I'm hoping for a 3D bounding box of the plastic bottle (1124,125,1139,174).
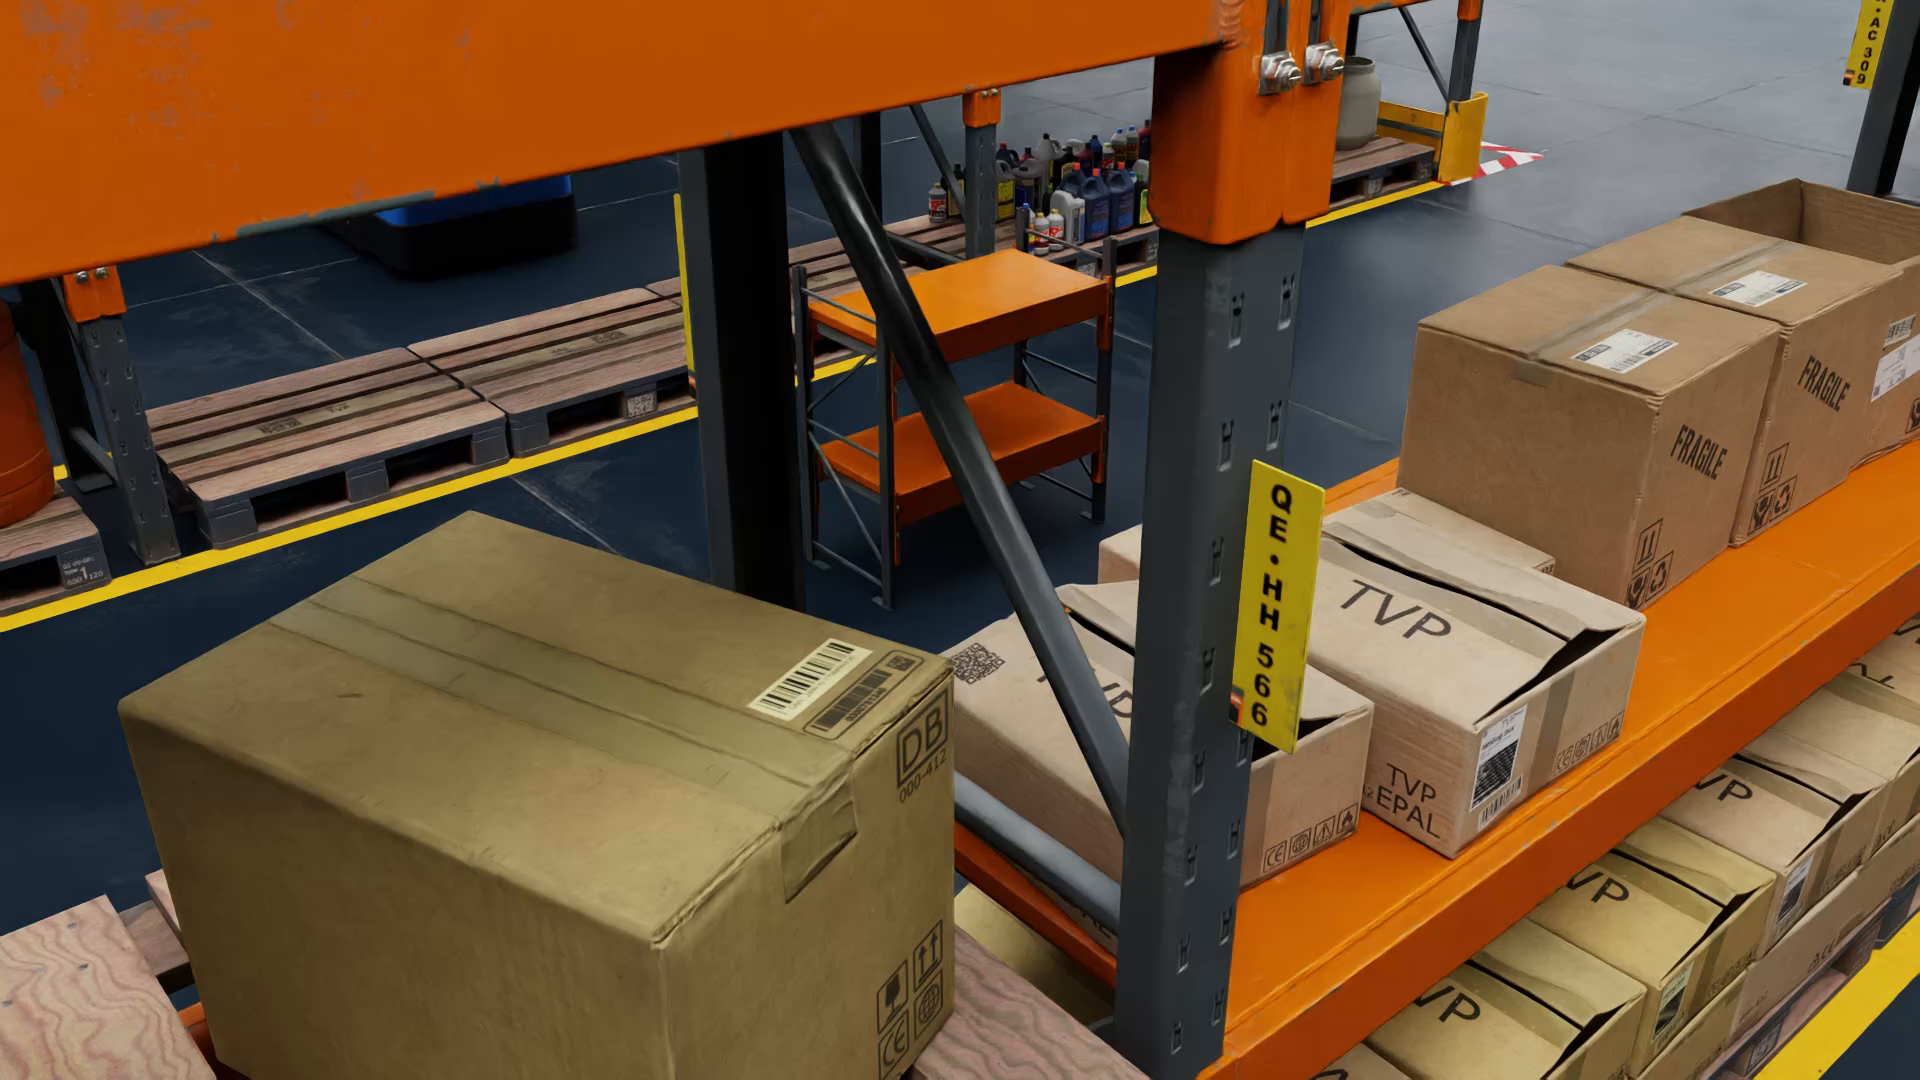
[{"bbox_3d":[1.006,-2.308,9.814,0.097,0.271,0.097,0,28,0],"label":"plastic bottle"}]

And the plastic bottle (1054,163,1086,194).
[{"bbox_3d":[0.596,-1.817,8.811,0.185,0.351,0.144,-22,35,-35],"label":"plastic bottle"}]

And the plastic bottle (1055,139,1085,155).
[{"bbox_3d":[0.626,-2.140,9.496,0.135,0.276,0.152,-21,35,-34],"label":"plastic bottle"}]

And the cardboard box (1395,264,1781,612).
[{"bbox_3d":[1.241,-0.204,3.343,0.500,0.500,0.500,-24,36,-37],"label":"cardboard box"}]

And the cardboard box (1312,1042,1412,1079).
[{"bbox_3d":[0.564,1.085,2.915,0.500,0.311,0.500,-21,34,-33],"label":"cardboard box"}]

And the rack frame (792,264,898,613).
[{"bbox_3d":[-0.392,-0.339,5.690,0.032,1.125,0.500,-22,35,-35],"label":"rack frame"}]

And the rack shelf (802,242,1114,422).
[{"bbox_3d":[-0.005,-0.752,5.843,1.000,0.278,0.538,-22,35,-35],"label":"rack shelf"}]

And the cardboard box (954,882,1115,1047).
[{"bbox_3d":[0.213,0.891,3.277,0.500,0.311,0.500,-21,34,-34],"label":"cardboard box"}]

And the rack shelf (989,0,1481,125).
[{"bbox_3d":[1.327,-2.936,9.325,4.000,0.370,1.077,-22,35,-35],"label":"rack shelf"}]

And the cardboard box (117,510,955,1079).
[{"bbox_3d":[-0.431,0.363,1.836,0.700,0.500,0.500,15,32,26],"label":"cardboard box"}]

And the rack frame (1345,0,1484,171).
[{"bbox_3d":[2.849,-3.865,10.300,0.127,3.000,1.000,-22,35,-35],"label":"rack frame"}]

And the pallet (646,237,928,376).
[{"bbox_3d":[-0.767,-1.157,8.192,1.213,0.211,1.003,-22,35,-35],"label":"pallet"}]

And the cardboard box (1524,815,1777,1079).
[{"bbox_3d":[1.347,0.766,3.511,0.500,0.311,0.500,-23,36,-36],"label":"cardboard box"}]

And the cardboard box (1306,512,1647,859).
[{"bbox_3d":[0.781,0.195,2.798,0.500,0.311,0.500,-22,35,-35],"label":"cardboard box"}]

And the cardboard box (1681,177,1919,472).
[{"bbox_3d":[2.022,-0.518,3.931,0.500,0.500,0.500,-19,34,-31],"label":"cardboard box"}]

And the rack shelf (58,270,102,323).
[{"bbox_3d":[-4.759,-0.489,4.745,4.000,0.370,1.077,-22,35,-35],"label":"rack shelf"}]

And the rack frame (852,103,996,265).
[{"bbox_3d":[-0.194,-2.641,8.010,0.127,3.000,1.000,-22,35,-35],"label":"rack frame"}]

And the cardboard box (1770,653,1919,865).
[{"bbox_3d":[2.123,0.456,4.091,0.500,0.311,0.500,-22,35,-35],"label":"cardboard box"}]

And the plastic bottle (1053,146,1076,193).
[{"bbox_3d":[0.586,-2.066,9.350,0.133,0.283,0.061,-22,35,-35],"label":"plastic bottle"}]

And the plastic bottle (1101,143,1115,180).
[{"bbox_3d":[0.855,-2.216,9.717,0.097,0.201,0.097,0,28,0],"label":"plastic bottle"}]

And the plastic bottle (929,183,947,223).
[{"bbox_3d":[-0.121,-1.824,8.983,0.097,0.201,0.097,0,28,0],"label":"plastic bottle"}]

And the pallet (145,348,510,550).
[{"bbox_3d":[-2.623,-0.411,6.795,1.213,0.211,1.003,-22,35,-35],"label":"pallet"}]

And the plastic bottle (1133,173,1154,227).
[{"bbox_3d":[0.985,-1.829,8.905,0.133,0.283,0.061,-20,34,-33],"label":"plastic bottle"}]

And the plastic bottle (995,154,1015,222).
[{"bbox_3d":[0.202,-1.916,8.996,0.185,0.351,0.144,-22,35,-35],"label":"plastic bottle"}]

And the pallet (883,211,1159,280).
[{"bbox_3d":[0.344,-1.602,9.024,1.213,0.211,1.003,-22,35,-35],"label":"pallet"}]

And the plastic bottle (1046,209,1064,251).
[{"bbox_3d":[0.487,-1.604,8.571,0.097,0.201,0.097,0,28,0],"label":"plastic bottle"}]

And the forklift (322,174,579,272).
[{"bbox_3d":[-3.439,-3.335,9.380,1.130,2.935,3.031,-21,34,-33],"label":"forklift"}]

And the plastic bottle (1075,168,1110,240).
[{"bbox_3d":[0.689,-1.765,8.715,0.185,0.351,0.144,-21,34,-34],"label":"plastic bottle"}]

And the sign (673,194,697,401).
[{"bbox_3d":[-0.388,-0.349,2.493,0.005,0.325,0.100,-22,35,-35],"label":"sign"}]

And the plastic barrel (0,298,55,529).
[{"bbox_3d":[-3.598,-0.490,5.842,0.708,0.830,0.600,-22,35,-35],"label":"plastic barrel"}]

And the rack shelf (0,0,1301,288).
[{"bbox_3d":[-1.547,-0.034,0.713,4.000,0.370,1.077,-22,35,-35],"label":"rack shelf"}]

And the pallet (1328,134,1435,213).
[{"bbox_3d":[2.200,-2.349,10.421,1.213,0.211,1.003,-22,35,-35],"label":"pallet"}]

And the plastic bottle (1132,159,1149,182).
[{"bbox_3d":[1.041,-1.966,9.169,0.135,0.276,0.152,-22,35,-35],"label":"plastic bottle"}]

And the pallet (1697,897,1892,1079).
[{"bbox_3d":[1.554,0.980,4.192,1.213,0.211,1.003,-22,35,-35],"label":"pallet"}]

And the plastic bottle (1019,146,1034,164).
[{"bbox_3d":[0.351,-2.061,9.340,0.133,0.283,0.061,-19,34,-32],"label":"plastic bottle"}]

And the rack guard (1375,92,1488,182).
[{"bbox_3d":[2.821,-2.723,10.814,0.348,0.500,1.175,-22,35,-35],"label":"rack guard"}]

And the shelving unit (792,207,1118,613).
[{"bbox_3d":[-0.005,-0.494,5.981,1.048,1.125,0.538,-22,35,-35],"label":"shelving unit"}]

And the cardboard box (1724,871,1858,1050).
[{"bbox_3d":[1.728,0.860,3.930,0.500,0.250,0.500,-21,35,-34],"label":"cardboard box"}]

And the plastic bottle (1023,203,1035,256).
[{"bbox_3d":[0.333,-1.573,8.438,0.097,0.271,0.097,0,28,0],"label":"plastic bottle"}]

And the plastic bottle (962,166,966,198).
[{"bbox_3d":[0.109,-1.968,9.093,0.185,0.351,0.144,-23,36,-36],"label":"plastic bottle"}]
